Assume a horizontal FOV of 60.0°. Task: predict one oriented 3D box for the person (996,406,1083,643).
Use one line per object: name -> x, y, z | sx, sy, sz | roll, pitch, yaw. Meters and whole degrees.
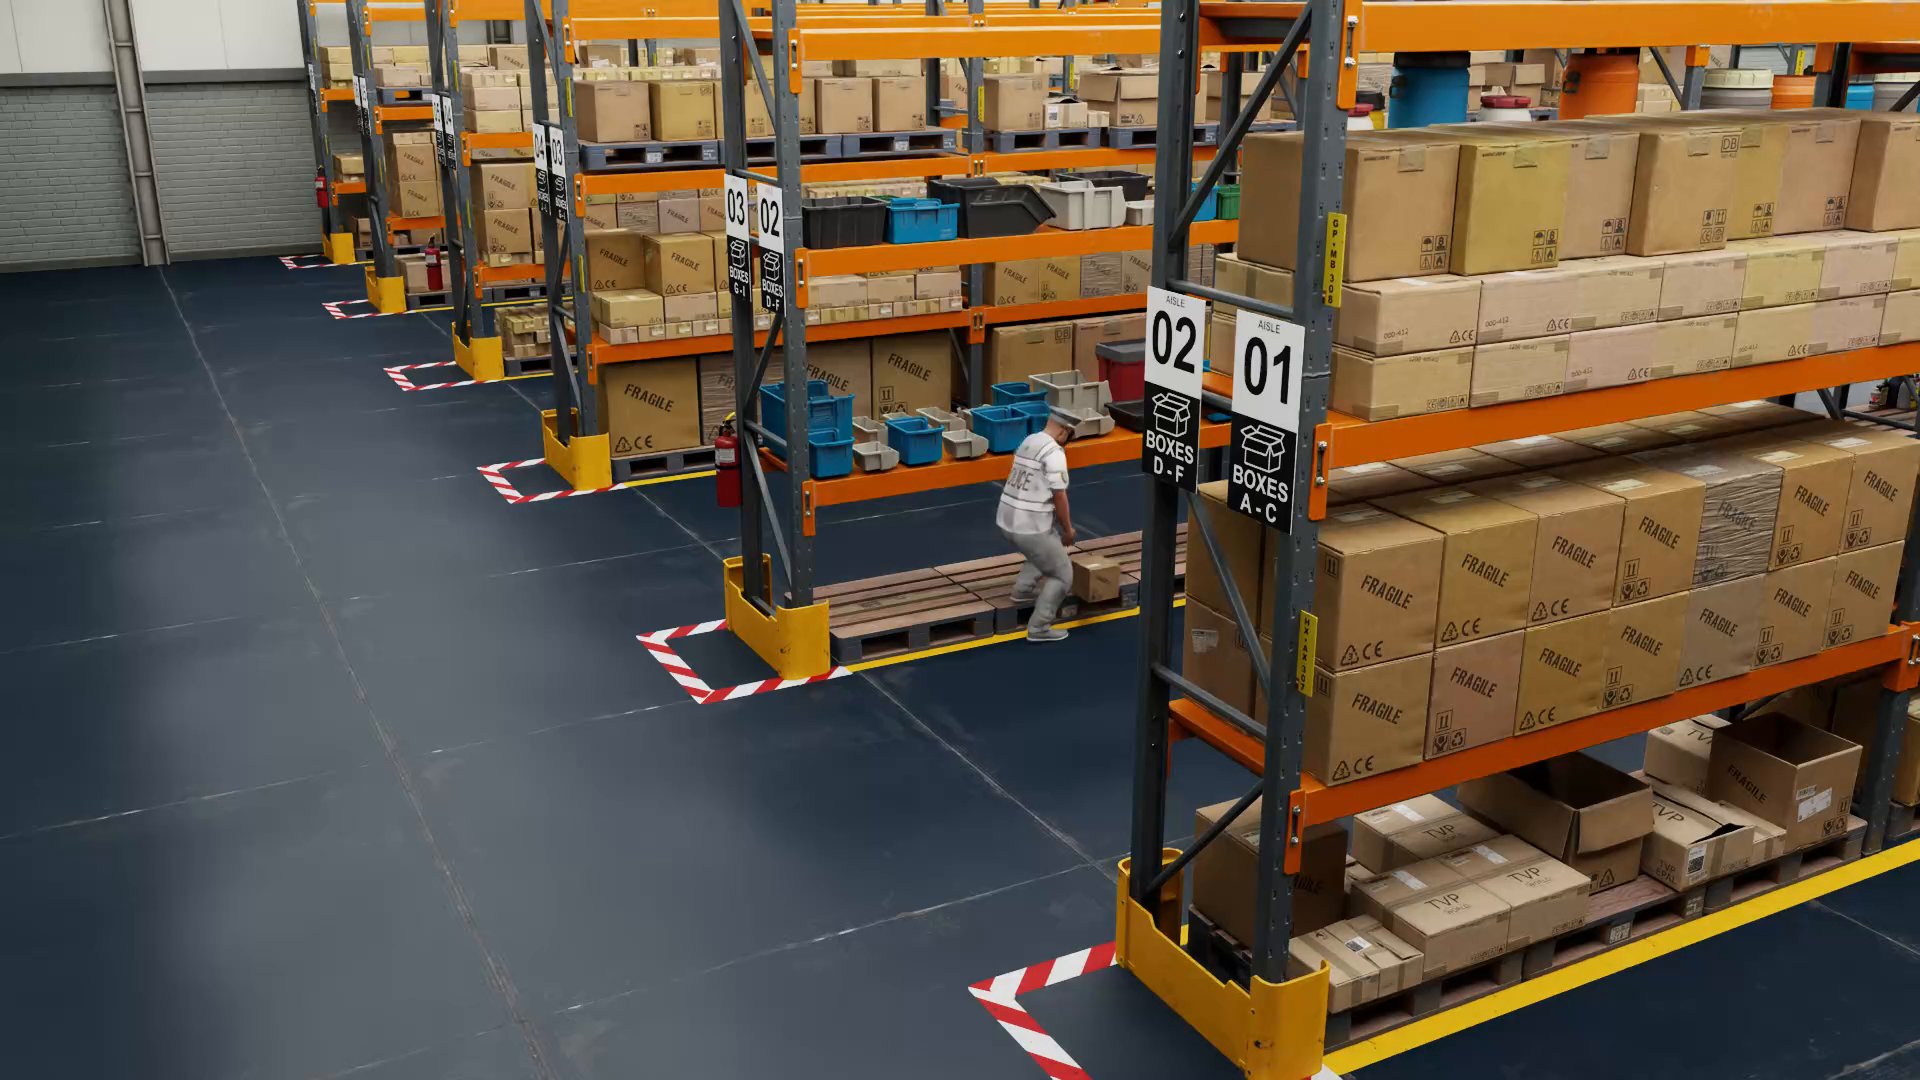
person -> 0.557, -0.117, 11.618 | 0.618, 1.629, 0.575 | -9, 20, -26
